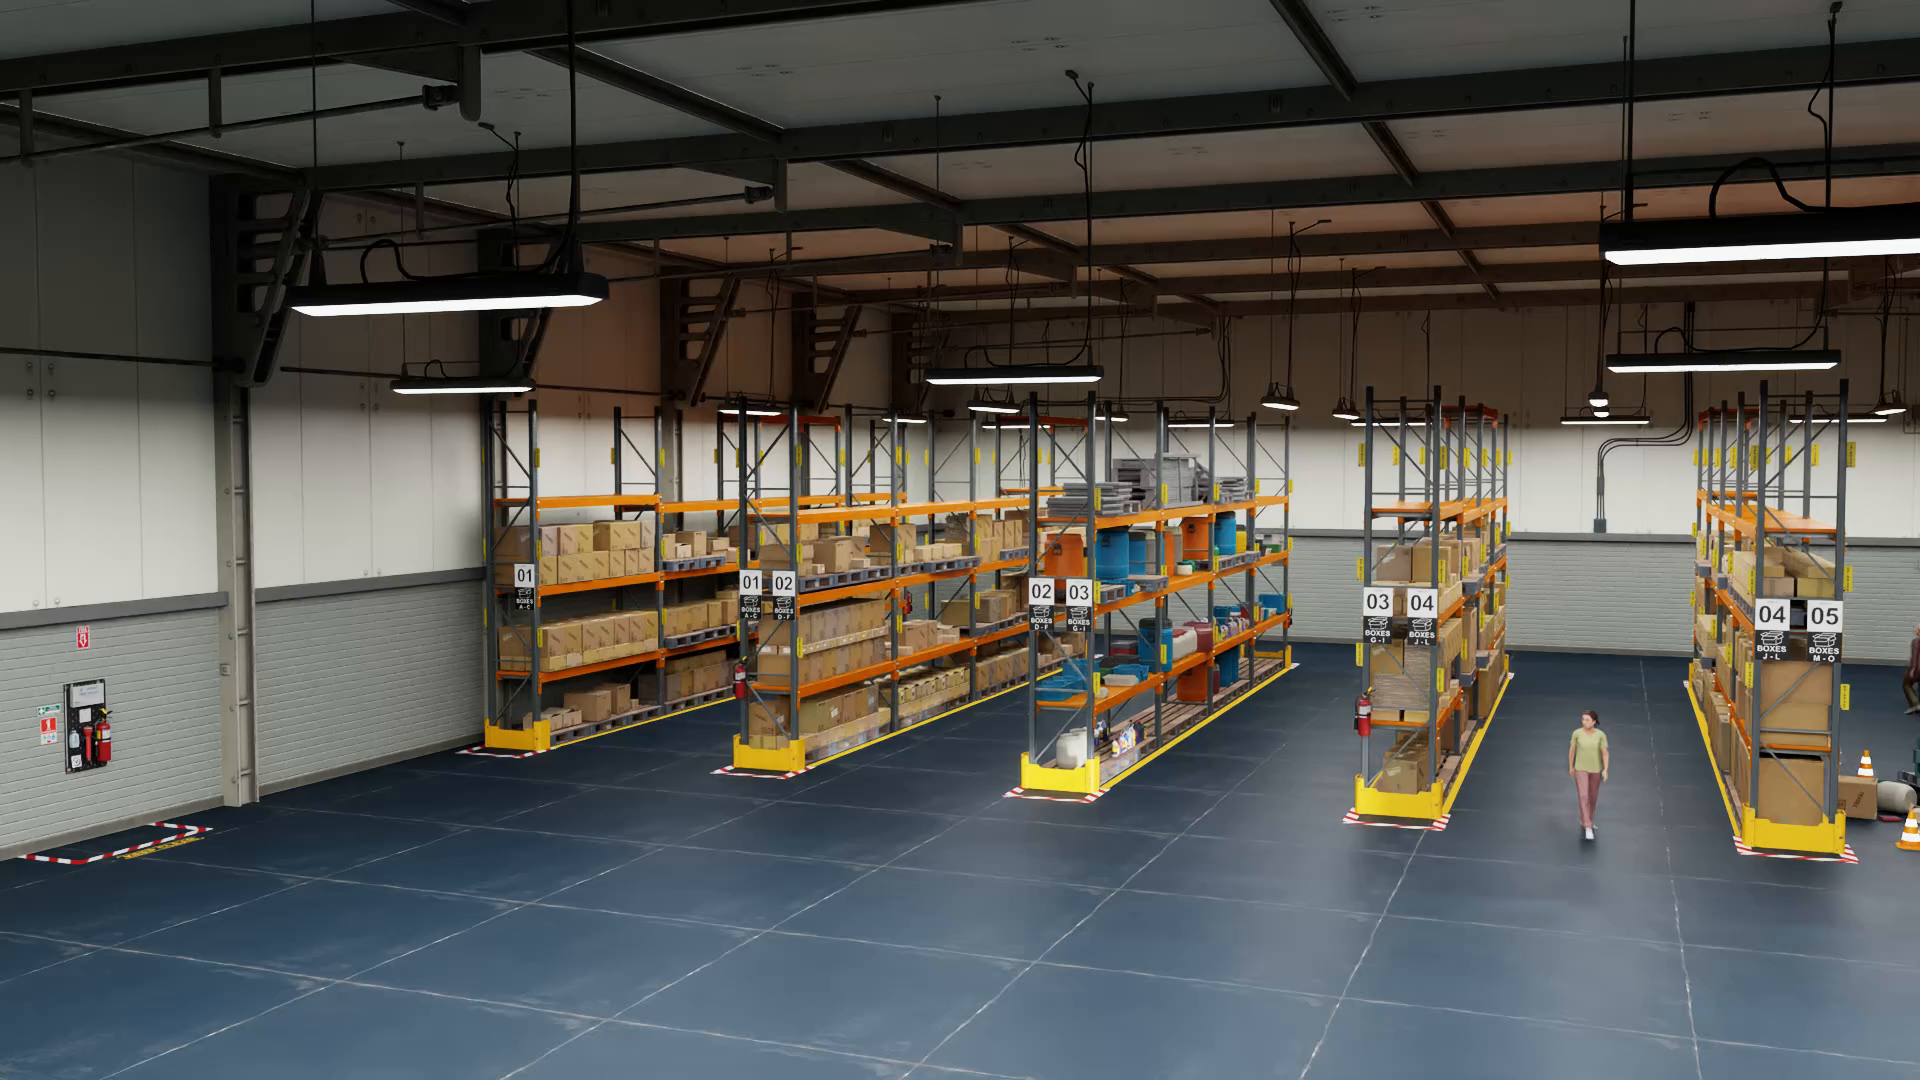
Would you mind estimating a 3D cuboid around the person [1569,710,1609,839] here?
[{"bbox_3d":[8.351,3.068,22.041,0.472,1.637,0.894,1,3,11],"label":"person"}]

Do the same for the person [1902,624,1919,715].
[{"bbox_3d":[18.678,2.519,32.324,0.610,1.789,0.485,0,3,-7],"label":"person"}]

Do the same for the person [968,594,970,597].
[{"bbox_3d":[0.262,2.114,41.798,0.459,1.658,0.491,-1,3,-16],"label":"person"}]
